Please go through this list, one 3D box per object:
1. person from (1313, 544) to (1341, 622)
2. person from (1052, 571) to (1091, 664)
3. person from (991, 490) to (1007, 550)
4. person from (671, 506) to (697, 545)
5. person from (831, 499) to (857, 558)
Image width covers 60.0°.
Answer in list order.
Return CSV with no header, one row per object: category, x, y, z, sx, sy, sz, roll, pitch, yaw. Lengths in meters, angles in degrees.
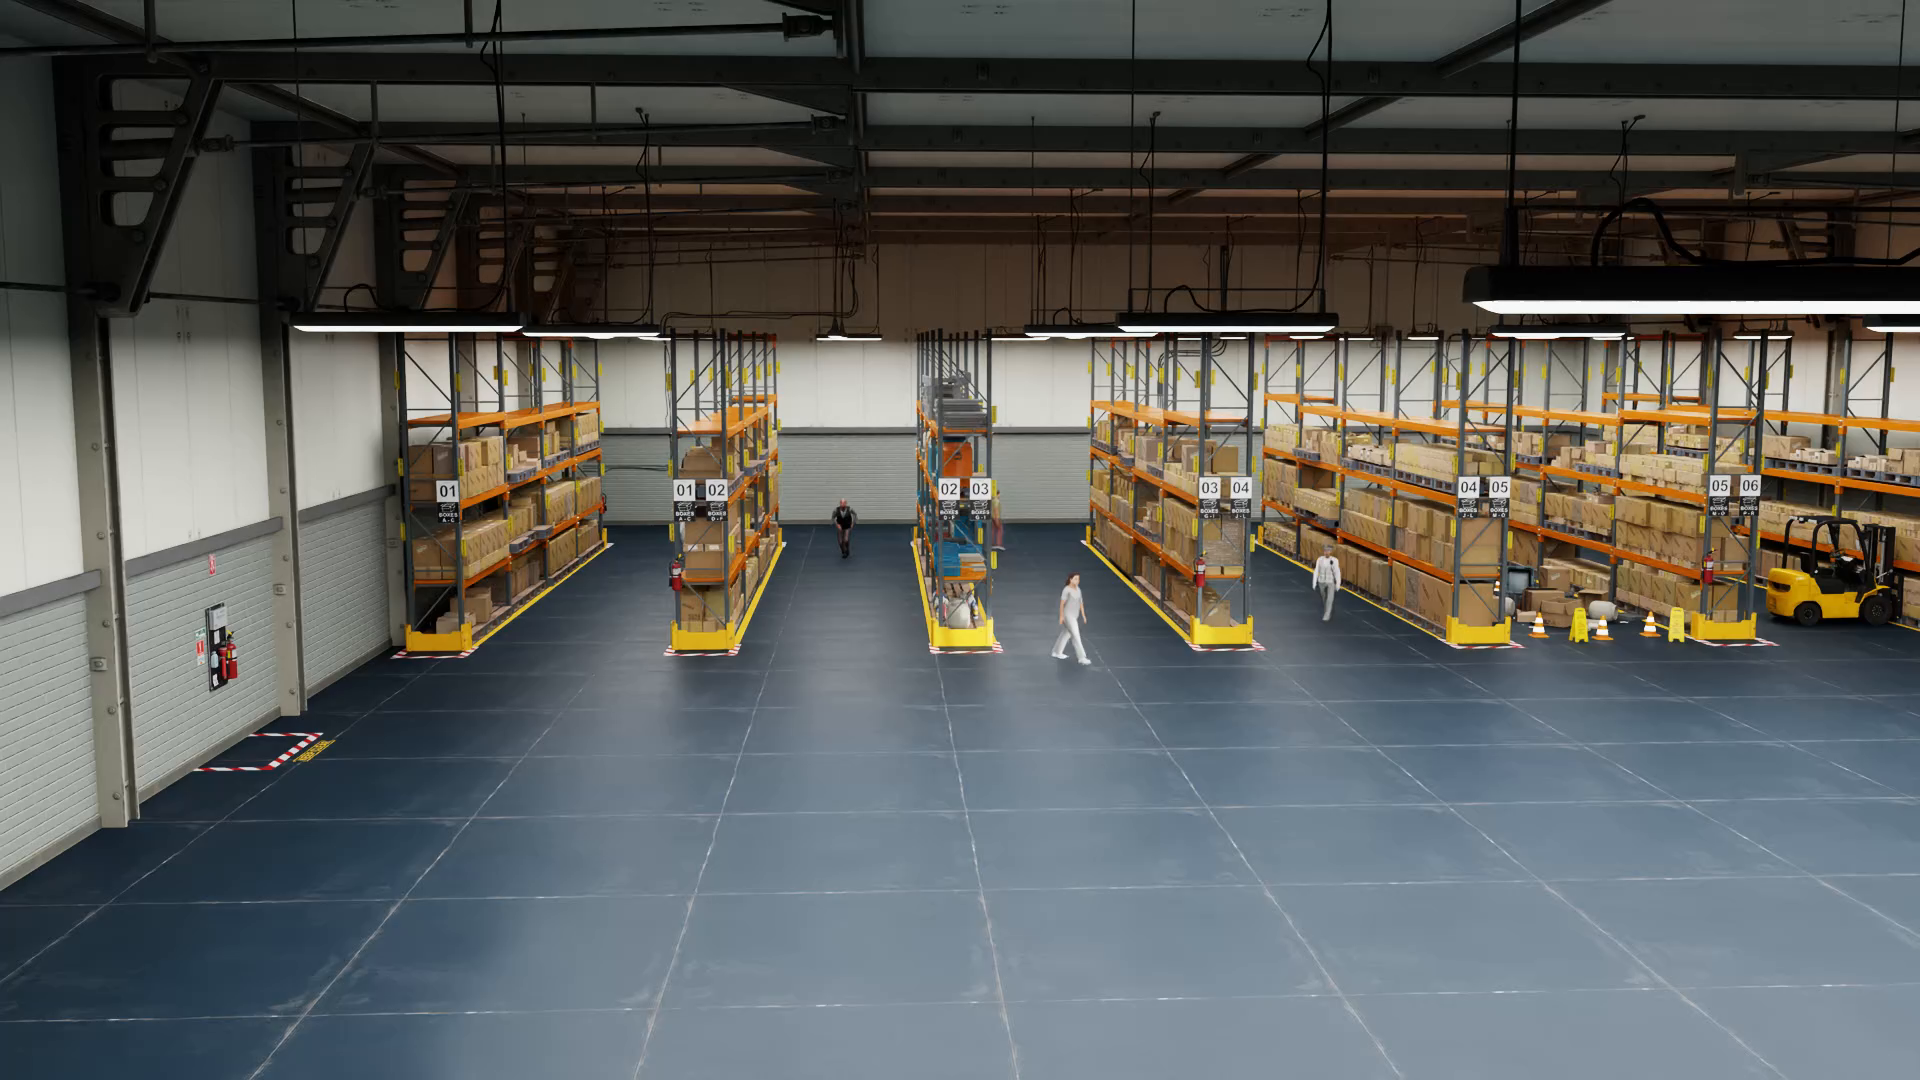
person,7.488,0.889,34.078,0.514,1.616,1.031,4,8,32
person,2.041,1.373,29.922,0.969,1.611,0.486,5,8,34
person,1.011,-0.562,46.384,0.526,1.713,0.500,-4,8,-28
person,-7.417,-0.399,44.974,0.697,1.679,0.663,1,7,8
person,-3.088,-0.313,44.400,0.661,1.626,0.719,1,7,5
